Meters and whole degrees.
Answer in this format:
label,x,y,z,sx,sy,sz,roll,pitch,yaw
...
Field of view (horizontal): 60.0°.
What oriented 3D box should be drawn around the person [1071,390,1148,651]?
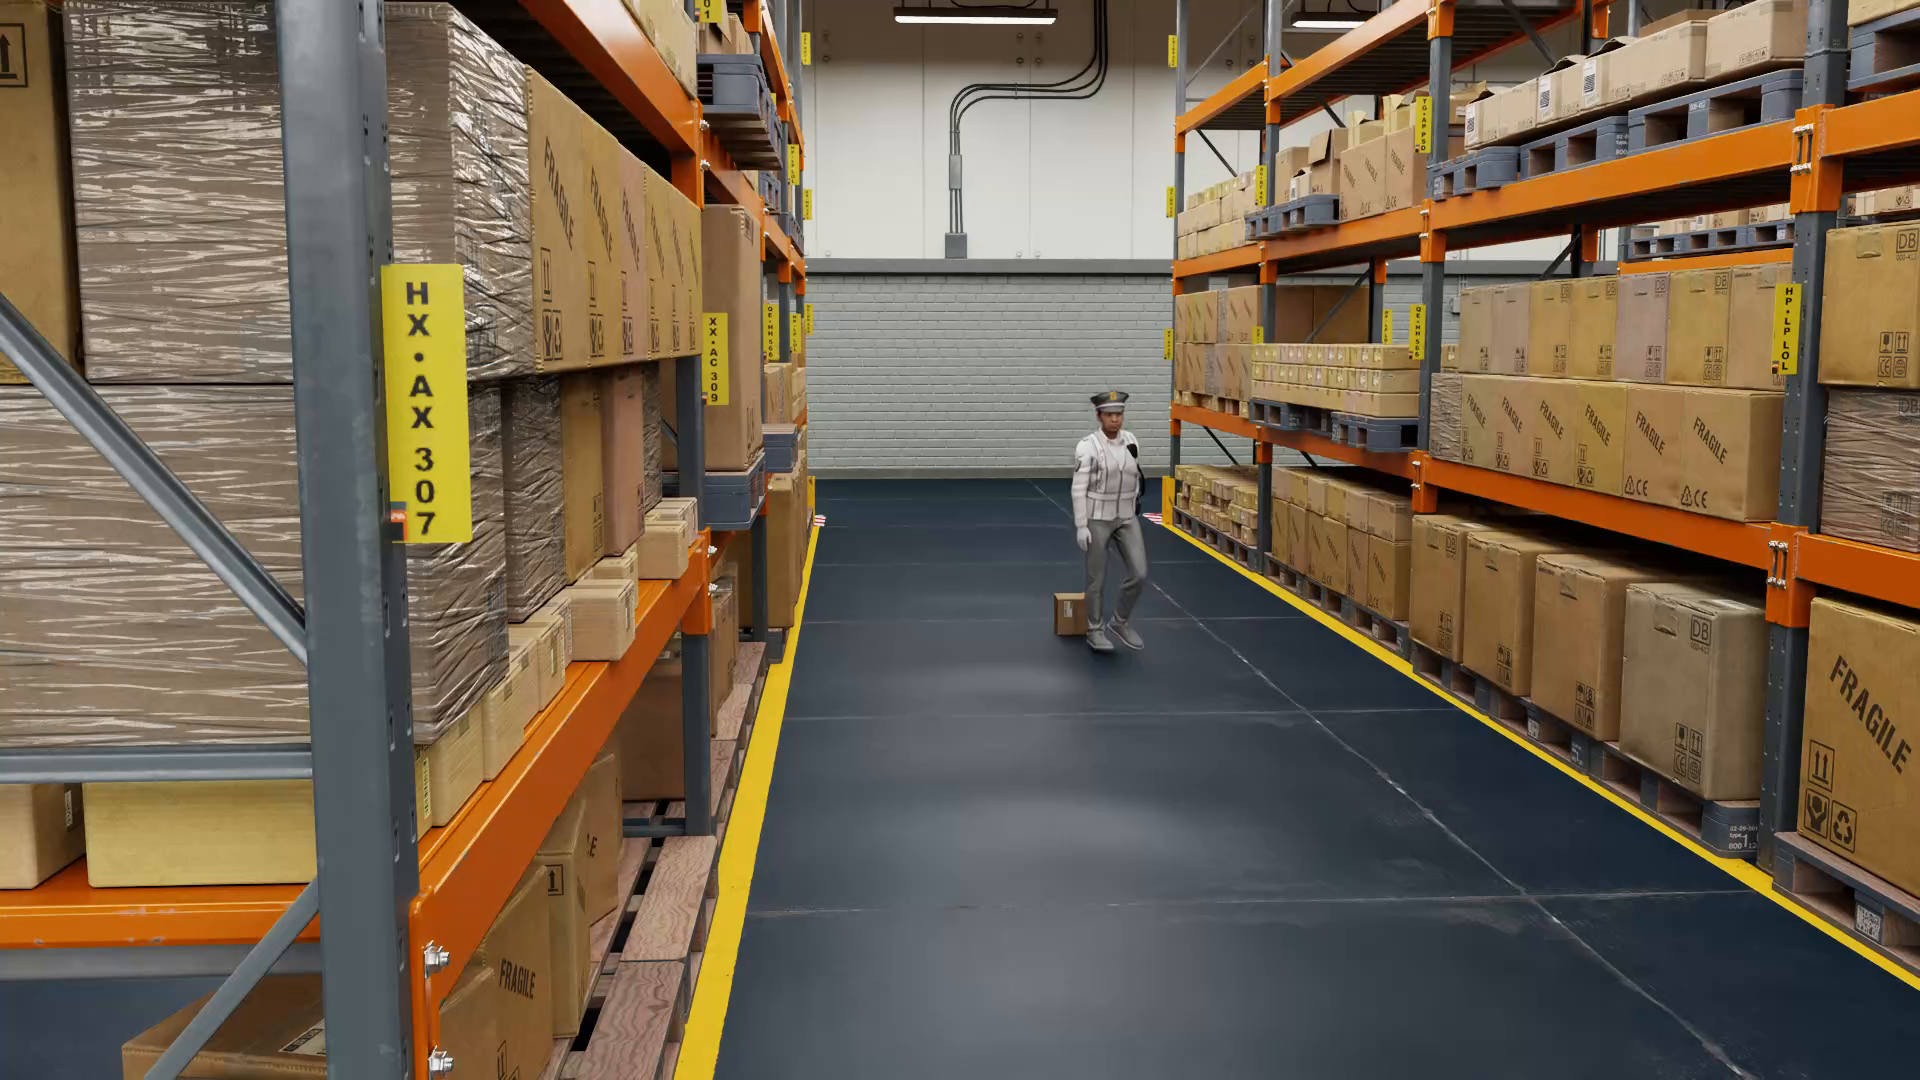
label,x,y,z,sx,sy,sz,roll,pitch,yaw
person,0.930,-0.119,10.503,0.513,1.660,0.483,-2,7,-19
